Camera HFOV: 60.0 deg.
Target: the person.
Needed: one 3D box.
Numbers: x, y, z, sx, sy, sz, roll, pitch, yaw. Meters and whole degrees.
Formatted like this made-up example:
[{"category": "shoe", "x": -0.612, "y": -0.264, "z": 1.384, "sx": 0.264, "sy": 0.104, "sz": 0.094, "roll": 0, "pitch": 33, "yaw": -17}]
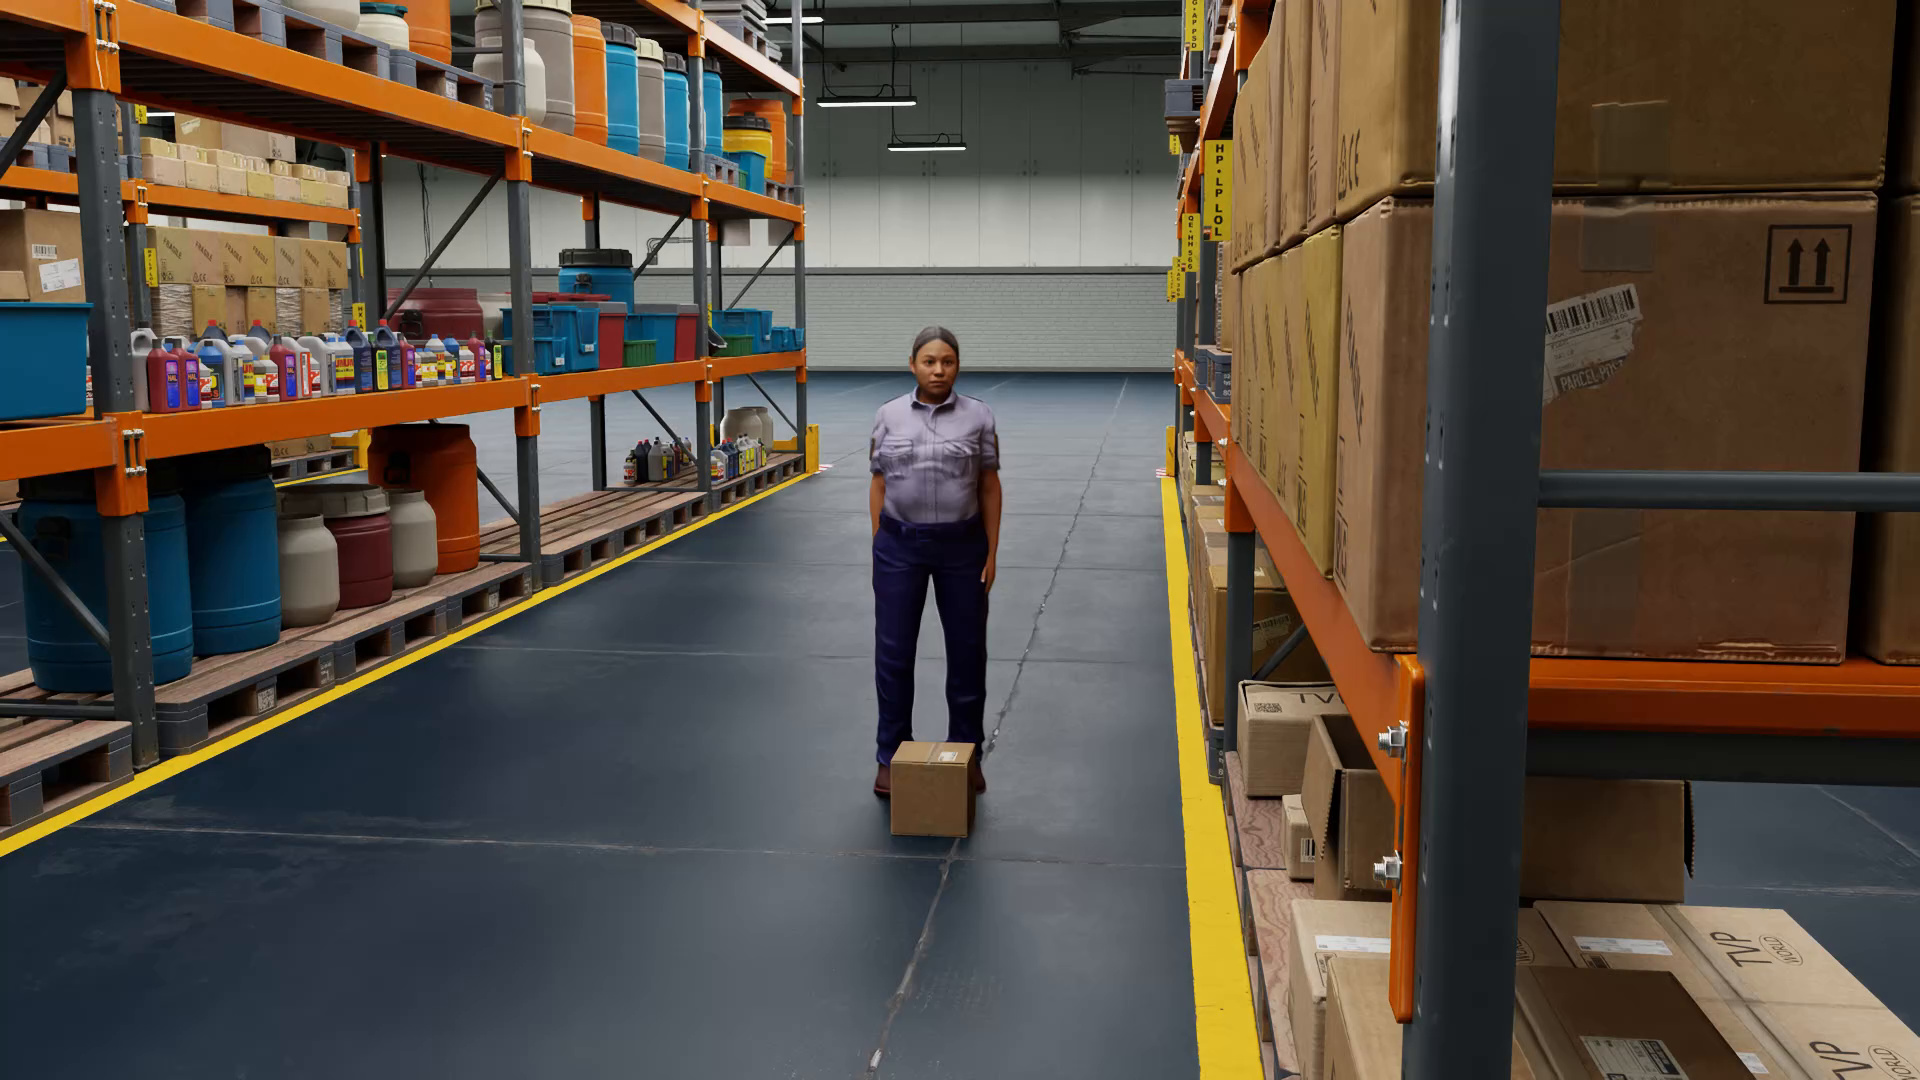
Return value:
[{"category": "person", "x": -0.085, "y": 0.081, "z": 5.849, "sx": 0.468, "sy": 1.634, "sz": 0.342, "roll": 0, "pitch": 8, "yaw": 0}]
